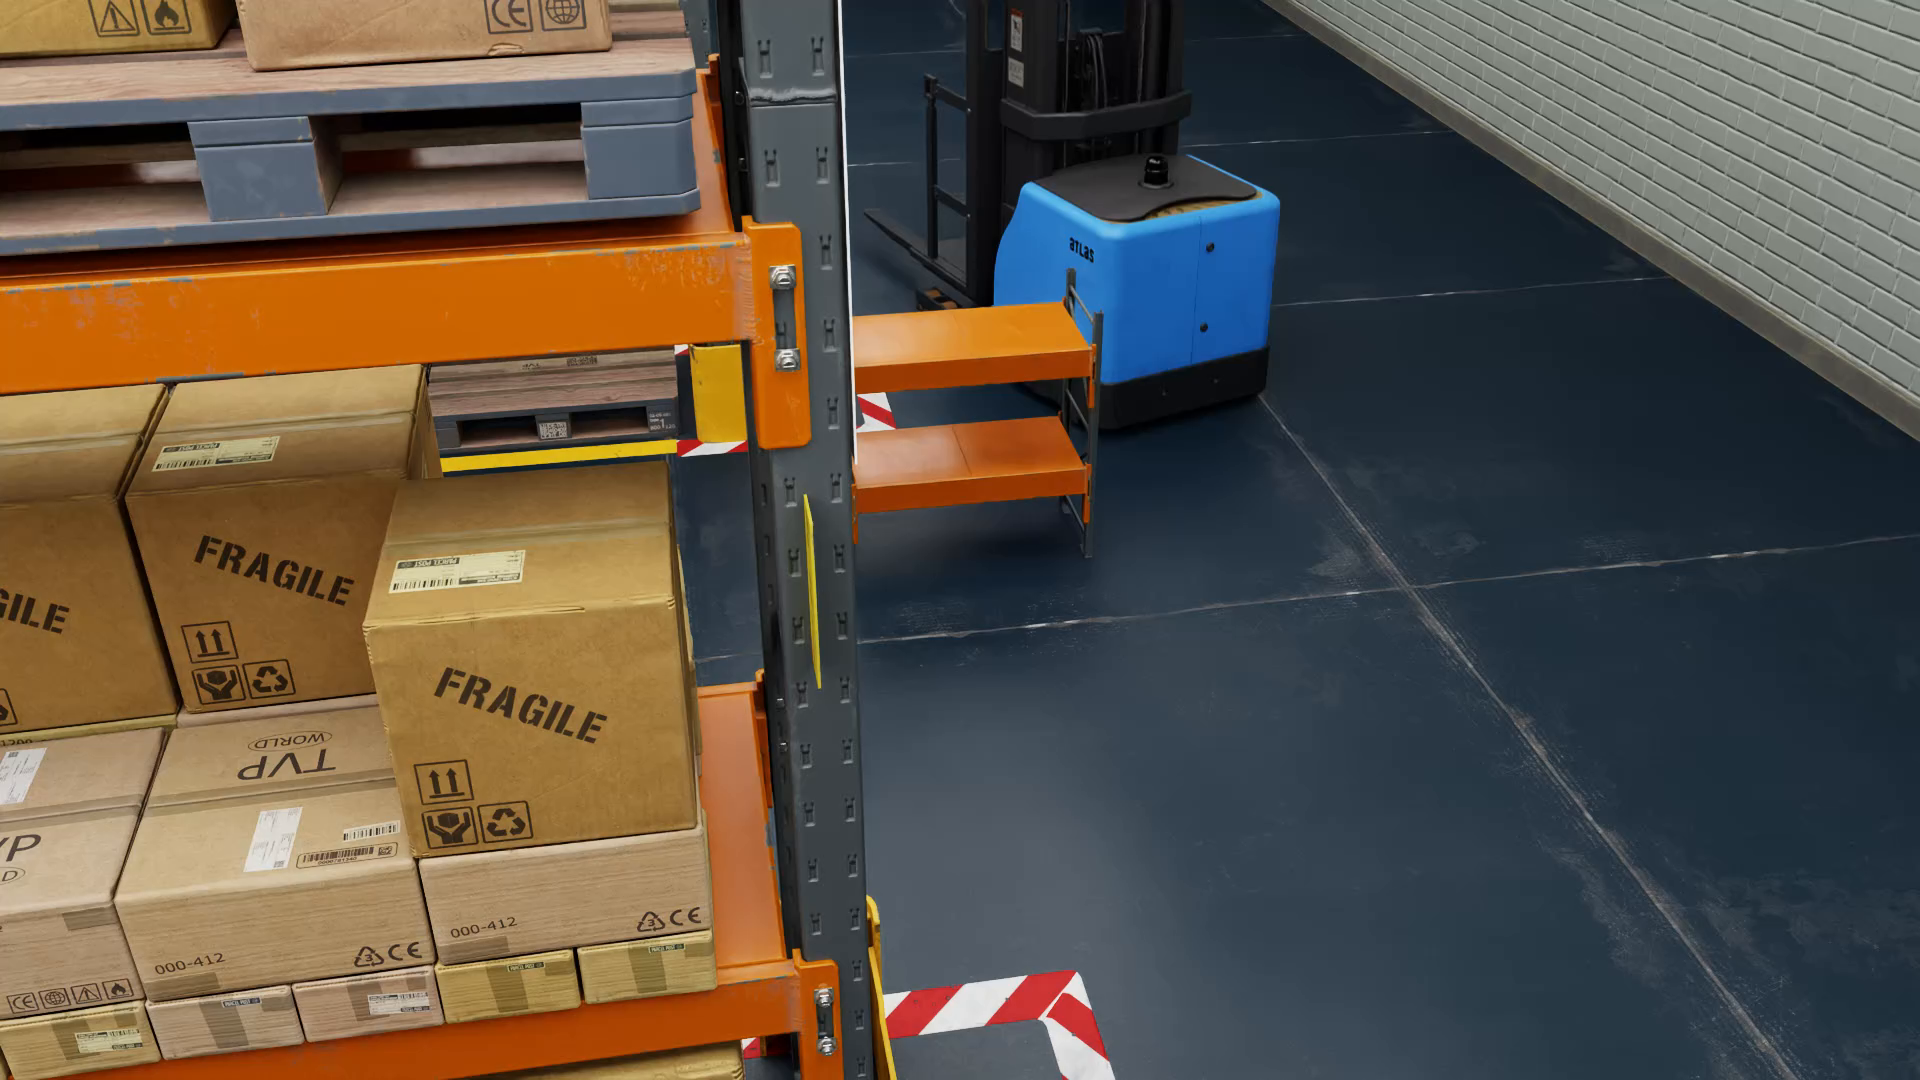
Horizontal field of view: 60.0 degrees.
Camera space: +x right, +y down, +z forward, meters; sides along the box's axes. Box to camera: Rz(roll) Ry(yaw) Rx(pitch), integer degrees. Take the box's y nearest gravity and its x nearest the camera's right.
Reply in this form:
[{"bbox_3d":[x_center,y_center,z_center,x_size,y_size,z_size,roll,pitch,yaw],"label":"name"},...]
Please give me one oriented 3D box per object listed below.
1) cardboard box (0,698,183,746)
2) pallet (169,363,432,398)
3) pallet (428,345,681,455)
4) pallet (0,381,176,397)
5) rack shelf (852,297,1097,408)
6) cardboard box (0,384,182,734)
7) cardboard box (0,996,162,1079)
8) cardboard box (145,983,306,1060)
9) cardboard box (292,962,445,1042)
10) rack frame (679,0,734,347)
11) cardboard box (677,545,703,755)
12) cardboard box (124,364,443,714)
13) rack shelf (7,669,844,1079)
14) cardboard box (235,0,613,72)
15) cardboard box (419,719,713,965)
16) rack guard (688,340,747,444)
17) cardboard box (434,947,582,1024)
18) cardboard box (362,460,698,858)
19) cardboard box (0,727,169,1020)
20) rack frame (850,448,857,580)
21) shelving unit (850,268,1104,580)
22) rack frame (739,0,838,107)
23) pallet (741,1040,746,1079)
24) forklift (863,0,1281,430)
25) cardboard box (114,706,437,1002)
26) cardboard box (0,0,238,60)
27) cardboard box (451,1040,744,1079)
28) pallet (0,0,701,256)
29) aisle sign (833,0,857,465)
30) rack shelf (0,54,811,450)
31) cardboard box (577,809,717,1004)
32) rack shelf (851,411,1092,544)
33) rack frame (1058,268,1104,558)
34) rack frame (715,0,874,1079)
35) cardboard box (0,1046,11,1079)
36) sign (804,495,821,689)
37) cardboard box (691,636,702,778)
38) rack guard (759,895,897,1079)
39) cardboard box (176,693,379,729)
[{"bbox_3d":[-1.855,0.357,3.537,0.500,0.250,0.500,-6,31,-11],"label":"cardboard box"},{"bbox_3d":[-3.238,-0.685,8.207,1.213,0.211,1.003,-5,31,-9],"label":"pallet"},{"bbox_3d":[-2.040,-0.795,8.393,1.213,0.211,1.003,-5,31,-9],"label":"pallet"},{"bbox_3d":[-4.440,-0.572,8.014,1.213,0.211,1.003,-5,31,-9],"label":"pallet"},{"bbox_3d":[0.007,-0.738,6.818,1.000,0.278,0.538,-5,31,-9],"label":"rack shelf"},{"bbox_3d":[-1.851,0.035,3.345,0.500,0.500,0.500,-6,31,-10],"label":"cardboard box"},{"bbox_3d":[-1.625,0.816,3.151,0.250,0.149,0.380,-6,31,-10],"label":"cardboard box"},{"bbox_3d":[-1.370,0.791,3.193,0.250,0.149,0.380,-5,31,-8],"label":"cardboard box"},{"bbox_3d":[-1.124,0.769,3.231,0.250,0.149,0.380,-5,31,-9],"label":"cardboard box"},{"bbox_3d":[-1.222,-2.053,7.781,0.127,3.000,1.000,-5,31,-9],"label":"rack frame"},{"bbox_3d":[-0.850,0.262,3.699,0.500,0.250,0.500,-6,31,-10],"label":"cardboard box"},{"bbox_3d":[-1.342,-0.015,3.431,0.500,0.500,0.500,-6,31,-10],"label":"cardboard box"},{"bbox_3d":[-2.297,0.910,3.454,4.000,0.370,1.077,-5,31,-9],"label":"rack shelf"},{"bbox_3d":[-0.832,-1.069,2.538,0.500,0.500,0.700,-7,31,-12],"label":"cardboard box"},{"bbox_3d":[-0.759,0.530,3.244,0.500,0.250,0.500,-6,31,-10],"label":"cardboard box"},{"bbox_3d":[-1.201,-0.984,8.430,0.348,0.500,1.175,-5,31,-9],"label":"rack guard"},{"bbox_3d":[-0.876,0.746,3.269,0.250,0.149,0.380,-5,31,-8],"label":"cardboard box"},{"bbox_3d":[-0.762,0.206,3.056,0.500,0.500,0.500,-5,31,-8],"label":"cardboard box"},{"bbox_3d":[-1.758,0.622,3.087,0.500,0.250,0.500,-6,31,-11],"label":"cardboard box"},{"bbox_3d":[-0.493,-0.439,6.887,0.032,1.125,0.500,-5,31,-9],"label":"rack frame"},{"bbox_3d":[0.007,-0.486,6.966,1.048,1.125,0.538,-5,31,-9],"label":"shelving unit"},{"bbox_3d":[-0.330,-2.169,2.061,0.127,3.000,1.000,-5,31,-9],"label":"rack frame"},{"bbox_3d":[-1.102,1.731,4.098,1.213,0.211,1.003,-5,31,-9],"label":"pallet"},{"bbox_3d":[0.411,-2.515,8.635,1.130,2.935,3.031,-15,34,-24],"label":"forklift"},{"bbox_3d":[-1.258,0.576,3.166,0.500,0.250,0.500,-6,31,-10],"label":"cardboard box"},{"bbox_3d":[-1.407,-1.078,2.553,0.500,0.500,0.700,-6,31,-11],"label":"cardboard box"},{"bbox_3d":[-0.945,1.250,3.847,0.875,0.875,0.875,-5,31,-9],"label":"cardboard box"},{"bbox_3d":[-1.058,-0.765,2.720,1.213,0.211,1.003,-5,31,-9],"label":"pallet"},{"bbox_3d":[-0.205,-0.561,2.680,0.004,0.787,0.394,-5,31,-9],"label":"aisle sign"},{"bbox_3d":[-2.297,-0.383,2.693,4.000,0.370,1.077,-5,31,-9],"label":"rack shelf"},{"bbox_3d":[-0.621,0.722,3.311,0.250,0.149,0.380,-5,31,-8],"label":"cardboard box"},{"bbox_3d":[0.007,-0.275,7.090,1.000,0.278,0.538,-5,31,-9],"label":"rack shelf"},{"bbox_3d":[0.507,-0.532,7.045,0.032,1.125,0.500,-5,31,-9],"label":"rack frame"},{"bbox_3d":[-0.330,0.417,3.582,0.127,3.000,1.000,-5,31,-9],"label":"rack frame"},{"bbox_3d":[-1.880,0.840,3.110,0.250,0.149,0.380,-5,31,-9],"label":"cardboard box"},{"bbox_3d":[-0.246,0.087,2.766,0.005,0.325,0.100,-5,31,-9],"label":"sign"},{"bbox_3d":[-0.738,0.393,3.870,0.250,0.149,0.380,-5,31,-8],"label":"cardboard box"},{"bbox_3d":[-0.306,1.492,4.219,0.348,0.500,1.175,-5,31,-9],"label":"rack guard"},{"bbox_3d":[-1.361,0.313,3.612,0.500,0.250,0.500,-6,31,-10],"label":"cardboard box"}]
